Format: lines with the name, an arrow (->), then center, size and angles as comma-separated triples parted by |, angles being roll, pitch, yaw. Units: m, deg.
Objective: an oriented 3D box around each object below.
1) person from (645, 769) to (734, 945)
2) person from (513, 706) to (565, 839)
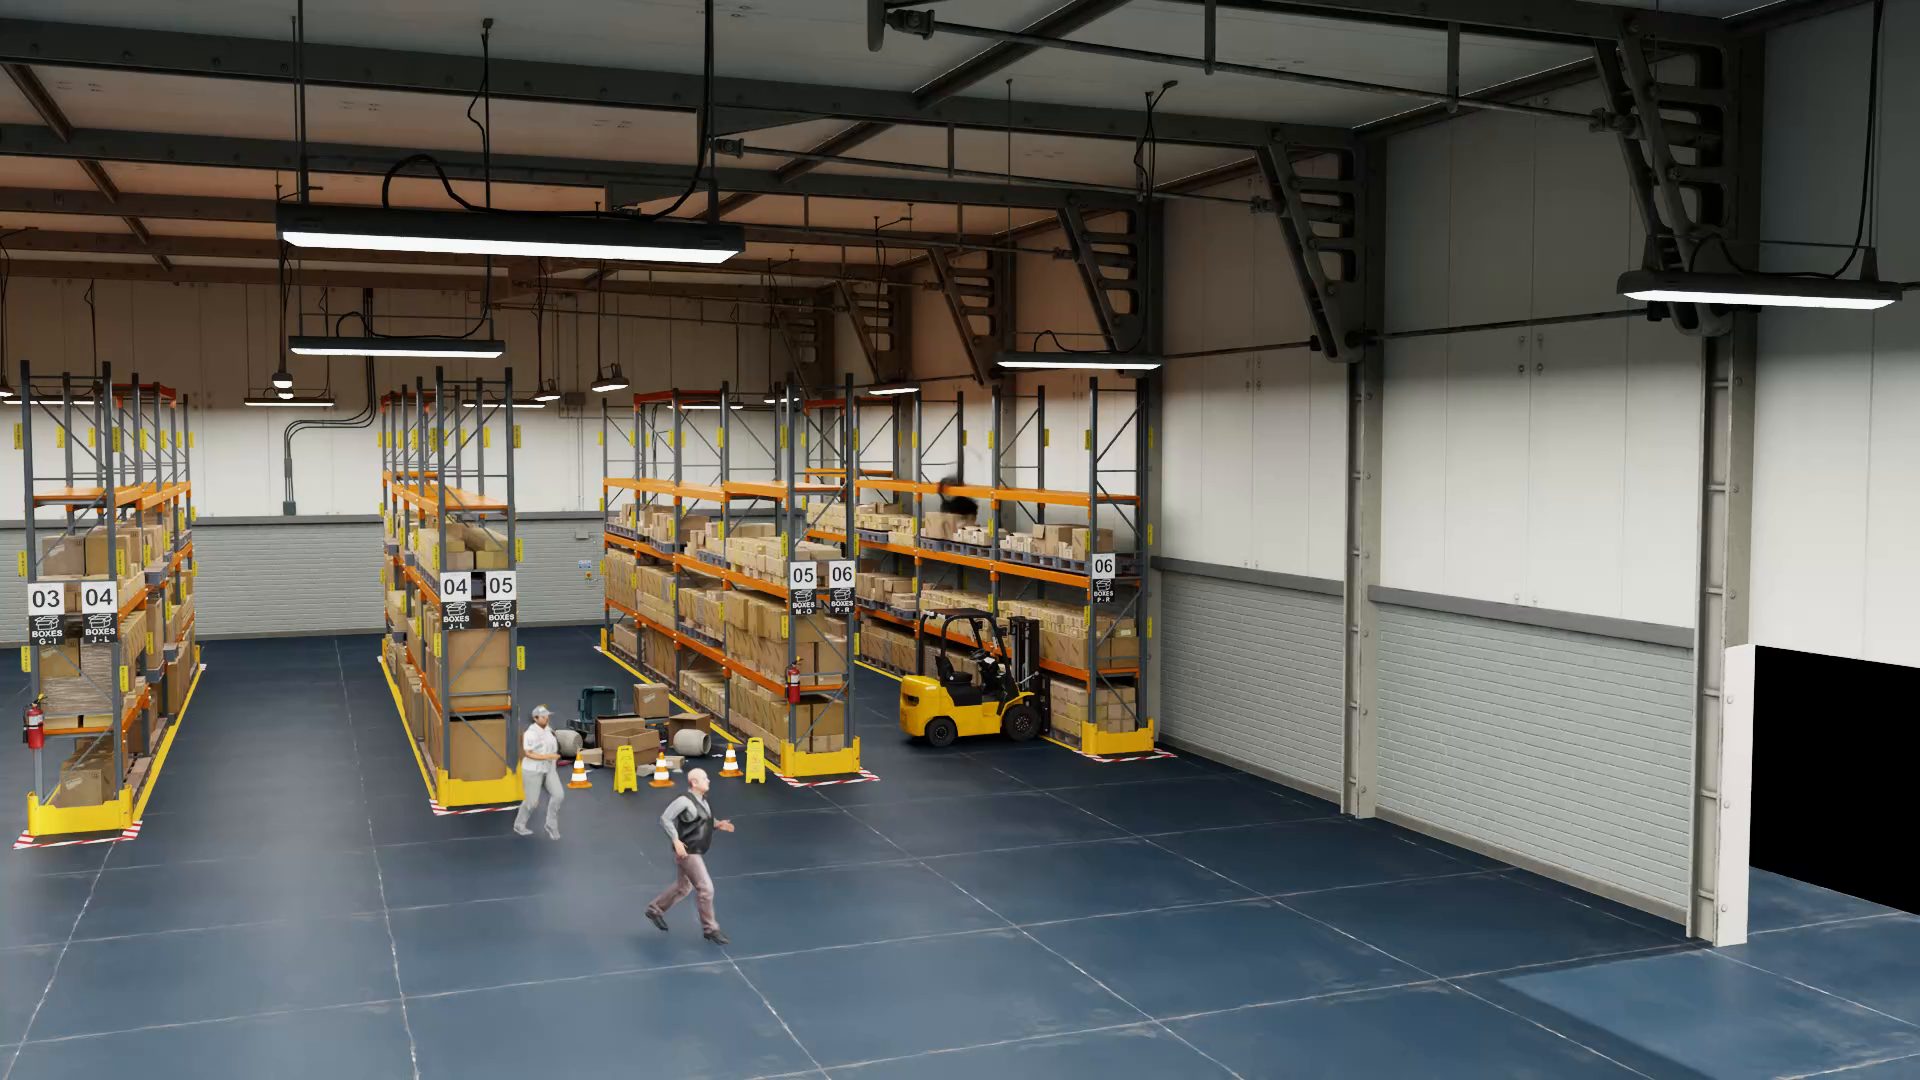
person -> -2.722, 3.140, 16.624 | 0.953, 1.733, 0.617 | 1, 3, 9
person -> -5.255, 2.940, 20.829 | 0.736, 1.741, 0.623 | 2, 4, 27
